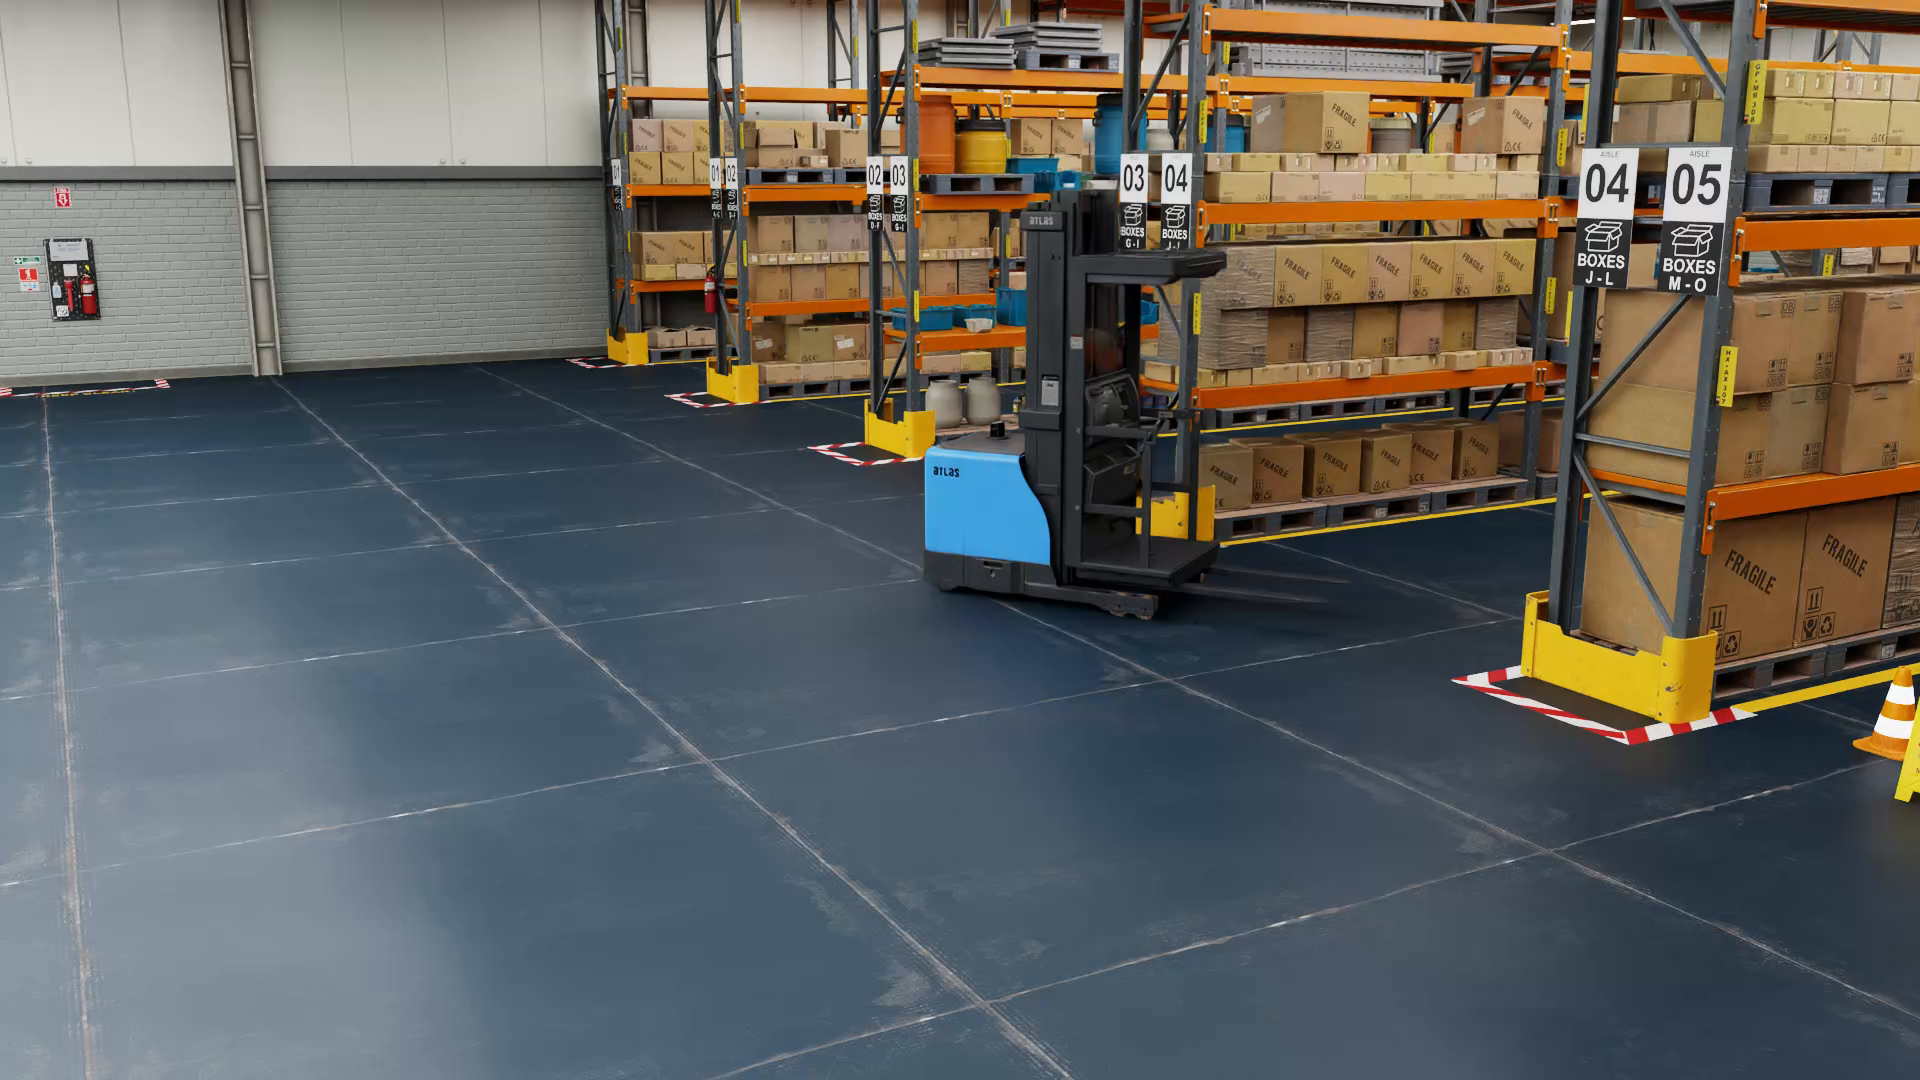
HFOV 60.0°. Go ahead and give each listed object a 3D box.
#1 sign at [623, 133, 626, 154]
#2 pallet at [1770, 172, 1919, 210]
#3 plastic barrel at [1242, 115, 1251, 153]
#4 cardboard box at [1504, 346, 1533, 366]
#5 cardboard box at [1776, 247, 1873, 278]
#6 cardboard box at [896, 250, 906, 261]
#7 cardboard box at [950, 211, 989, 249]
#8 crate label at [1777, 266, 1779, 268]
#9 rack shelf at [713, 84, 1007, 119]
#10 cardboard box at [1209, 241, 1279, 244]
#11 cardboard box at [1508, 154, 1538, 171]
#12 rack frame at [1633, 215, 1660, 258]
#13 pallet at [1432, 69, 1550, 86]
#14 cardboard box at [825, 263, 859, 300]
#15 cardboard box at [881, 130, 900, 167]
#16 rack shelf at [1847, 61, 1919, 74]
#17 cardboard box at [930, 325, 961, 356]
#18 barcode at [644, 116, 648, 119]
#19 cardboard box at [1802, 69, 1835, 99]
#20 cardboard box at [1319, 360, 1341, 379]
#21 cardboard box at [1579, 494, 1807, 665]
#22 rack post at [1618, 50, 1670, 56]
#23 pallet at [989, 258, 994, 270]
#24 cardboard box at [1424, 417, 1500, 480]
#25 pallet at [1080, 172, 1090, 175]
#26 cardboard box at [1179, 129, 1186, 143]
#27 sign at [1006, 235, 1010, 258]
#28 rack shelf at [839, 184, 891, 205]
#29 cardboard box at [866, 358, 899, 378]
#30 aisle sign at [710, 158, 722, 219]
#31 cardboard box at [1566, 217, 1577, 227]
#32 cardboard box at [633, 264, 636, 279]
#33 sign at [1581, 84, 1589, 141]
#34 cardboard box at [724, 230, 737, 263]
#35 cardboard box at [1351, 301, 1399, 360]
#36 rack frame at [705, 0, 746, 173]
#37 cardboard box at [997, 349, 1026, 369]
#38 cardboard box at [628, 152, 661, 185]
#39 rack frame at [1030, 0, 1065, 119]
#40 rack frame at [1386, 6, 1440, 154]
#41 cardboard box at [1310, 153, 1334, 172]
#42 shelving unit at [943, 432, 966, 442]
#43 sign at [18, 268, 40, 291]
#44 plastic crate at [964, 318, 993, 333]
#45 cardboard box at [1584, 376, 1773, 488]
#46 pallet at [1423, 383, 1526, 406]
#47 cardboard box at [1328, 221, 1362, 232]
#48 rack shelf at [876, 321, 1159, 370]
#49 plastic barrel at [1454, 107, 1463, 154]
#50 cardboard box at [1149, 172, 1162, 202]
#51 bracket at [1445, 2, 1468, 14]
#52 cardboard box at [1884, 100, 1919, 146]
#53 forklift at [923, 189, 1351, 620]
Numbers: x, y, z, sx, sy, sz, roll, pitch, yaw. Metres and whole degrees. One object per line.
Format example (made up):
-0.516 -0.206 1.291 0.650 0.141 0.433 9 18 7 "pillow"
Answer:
-5.209 -6.159 25.820 0.005 0.325 0.100 -7 14 -28 "sign"
5.657 -2.173 10.301 1.213 0.211 1.003 -7 14 -28 "pallet"
3.705 -4.757 20.441 0.600 0.901 0.600 0 13 0 "plastic barrel"
5.114 -1.729 15.530 0.250 0.149 0.380 -7 14 -28 "cardboard box"
9.323 -2.963 17.932 0.637 0.503 0.797 -6 14 -26 "cardboard box"
-0.832 -4.002 23.355 0.250 0.149 0.380 -6 14 -26 "cardboard box"
0.032 -4.474 23.973 0.500 0.500 0.700 -7 14 -28 "cardboard box"
12.947 -4.132 25.884 0.303 0.233 0.416 -7 14 -28 "crate label"
-1.337 -6.010 22.869 4.000 0.370 1.077 -7 14 -28 "rack shelf"
2.452 -2.350 14.539 0.500 0.500 0.500 -7 14 -28 "cardboard box"
5.015 -3.425 15.099 0.250 0.149 0.380 -6 14 -26 "cardboard box"
9.811 -3.727 23.836 0.127 3.000 1.000 -7 14 -28 "rack frame"
6.948 -6.015 21.683 1.003 0.211 1.213 -7 14 -28 "pallet"
-1.779 -3.622 23.143 0.500 0.500 0.700 -7 14 -27 "cardboard box"
-1.087 -5.478 23.276 0.637 0.503 0.797 -5 14 -22 "cardboard box"
10.428 -4.942 18.124 4.000 0.370 1.077 -7 14 -28 "rack shelf"
-0.328 -2.928 23.885 0.500 0.500 0.500 -7 14 -28 "cardboard box"
-5.085 -6.837 26.954 0.075 0.075 0.001 -7 14 -28 "barcode"
4.605 -2.527 9.244 0.250 0.149 0.380 -7 14 -28 "cardboard box"
3.109 -1.504 14.532 0.250 0.149 0.380 -7 14 -28 "cardboard box"
4.503 0.205 10.251 0.875 0.875 0.875 -7 14 -28 "cardboard box"
9.056 -6.534 22.819 0.954 0.300 0.937 -7 15 -29 "rack post"
-0.165 -4.905 29.510 1.213 0.211 1.003 -7 14 -28 "pallet"
4.792 -0.881 15.931 0.500 0.500 0.500 -7 15 -30 "cardboard box"
1.187 -5.305 24.455 1.217 0.209 0.805 -8 15 -30 "pallet"
4.229 -7.661 31.549 0.500 0.250 0.500 -6 14 -24 "cardboard box"
0.686 -4.194 23.761 0.005 0.325 0.100 -7 14 -28 "sign"
-0.203 -6.117 29.264 4.000 0.370 1.077 -7 14 -28 "rack shelf"
-1.197 -2.454 23.486 0.500 0.250 0.500 -7 14 -28 "cardboard box"
-3.291 -4.737 22.405 0.004 0.787 0.394 -7 14 -28 "aisle sign"
10.693 -5.539 29.385 0.500 0.500 0.500 -7 14 -28 "cardboard box"
-5.152 -4.396 27.109 0.500 0.250 0.500 -7 14 -27 "cardboard box"
3.691 -2.506 9.744 0.005 0.325 0.100 -7 14 -28 "sign"
-3.563 -4.828 27.318 0.500 0.500 0.500 -6 14 -26 "cardboard box"
3.432 -1.926 14.932 0.500 0.500 0.875 -7 14 -28 "cardboard box"
-3.092 -6.346 21.811 0.127 3.000 1.000 -7 14 -28 "rack frame"
0.892 -2.698 24.572 0.500 0.250 0.500 -7 15 -29 "cardboard box"
-5.056 -5.882 26.310 0.500 0.500 0.500 -6 14 -26 "cardboard box"
1.553 -8.142 29.791 0.127 3.000 1.000 -7 14 -28 "rack frame"
7.441 -7.608 27.421 0.127 3.000 1.000 -7 14 -28 "rack frame"
2.929 -3.177 13.997 0.250 0.149 0.380 -7 14 -28 "cardboard box"
0.007 -0.440 14.014 0.210 0.900 0.258 -7 14 -28 "shelving unit"
-13.258 -3.709 23.677 0.234 0.329 0.001 -7 14 -28 "sign"
0.218 -2.368 18.398 0.250 0.136 0.298 -7 14 -28 "plastic crate"
4.243 -0.664 9.886 0.550 0.550 0.875 -7 14 -28 "cardboard box"
6.972 -2.036 22.676 1.213 0.211 1.003 -7 14 -28 "pallet"
7.499 -6.069 33.560 0.700 0.700 0.980 -7 14 -28 "cardboard box"
1.033 -2.324 19.240 4.000 0.370 1.077 -7 14 -28 "rack shelf"
6.799 -5.243 21.806 0.708 0.830 0.600 -7 14 -28 "plastic barrel"
1.953 -3.000 14.115 0.500 0.250 0.500 -6 14 -27 "cardboard box"
10.336 -11.078 34.640 0.430 0.232 0.235 -7 14 -28 "bracket"
5.373 -2.440 9.769 0.500 0.250 0.500 -7 14 -28 "cardboard box"
1.277 -1.005 11.899 3.031 2.935 1.130 6 14 26 "forklift"
